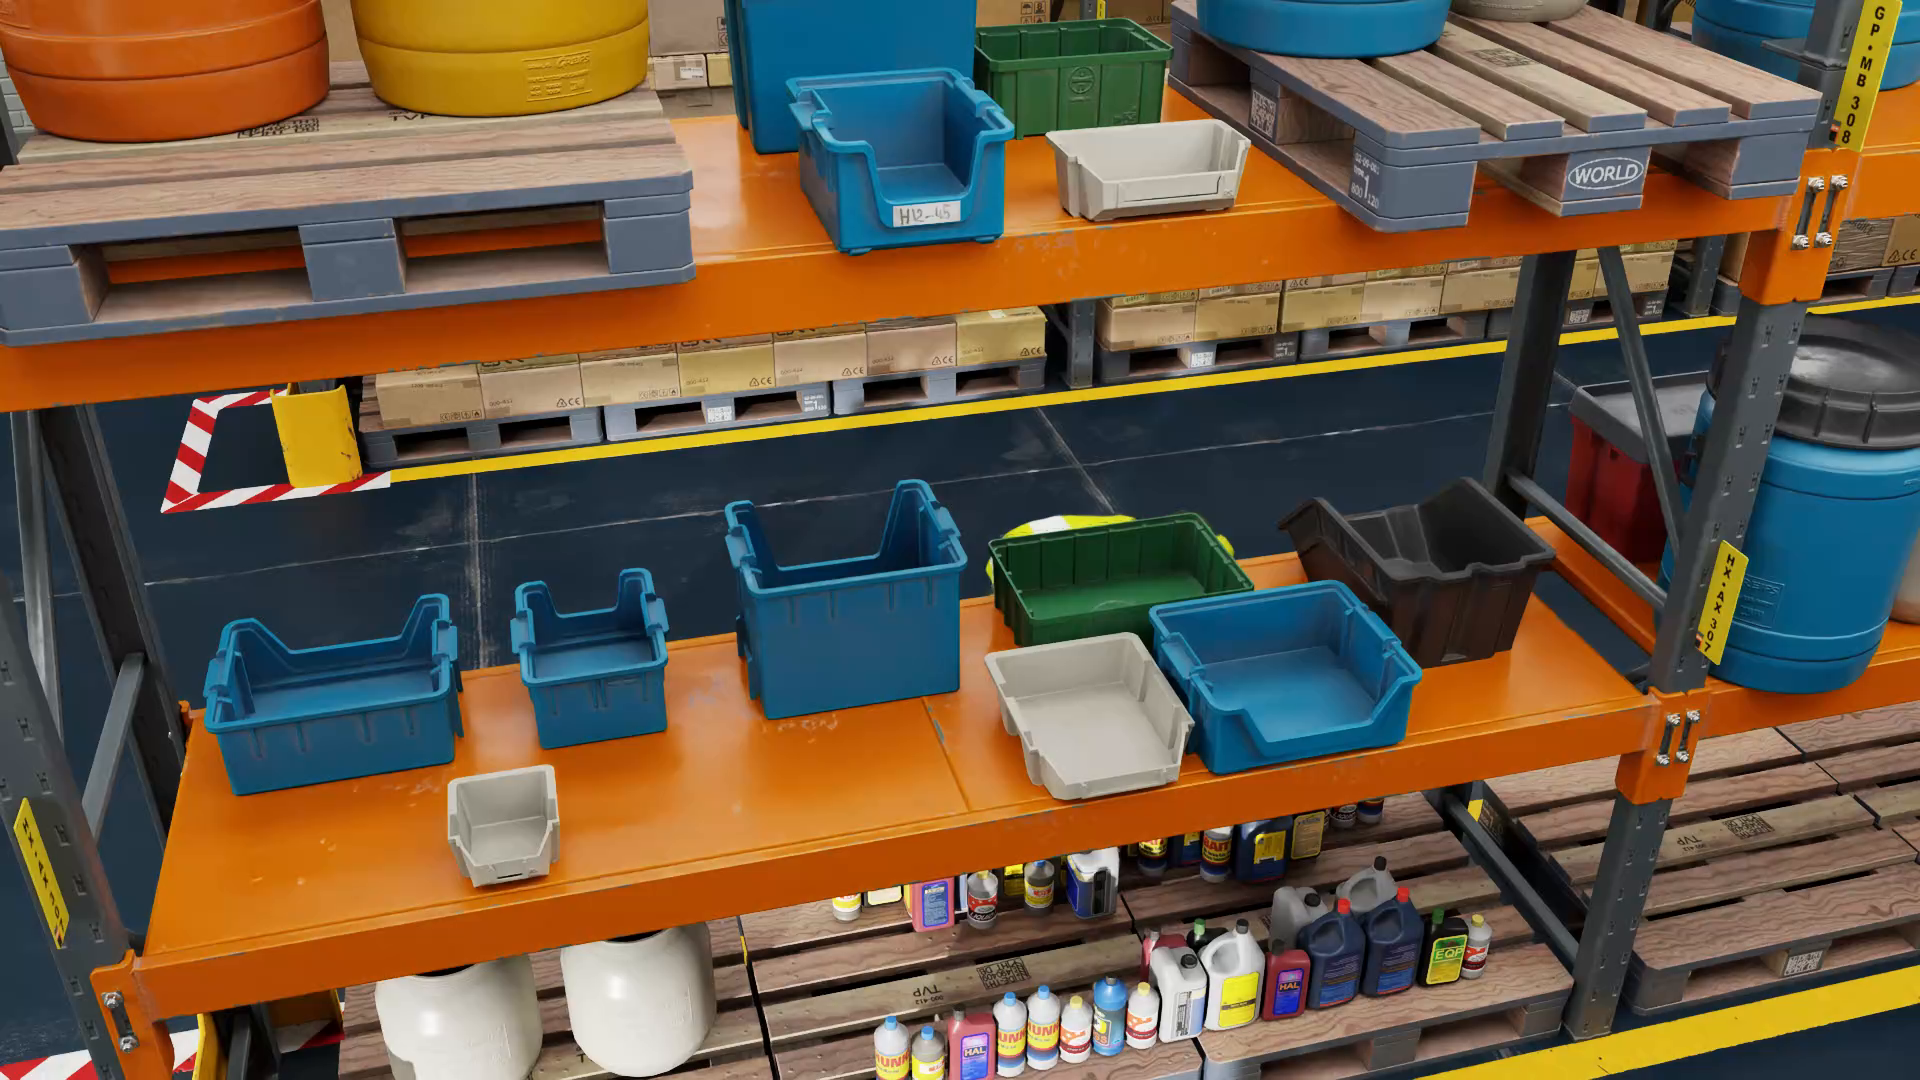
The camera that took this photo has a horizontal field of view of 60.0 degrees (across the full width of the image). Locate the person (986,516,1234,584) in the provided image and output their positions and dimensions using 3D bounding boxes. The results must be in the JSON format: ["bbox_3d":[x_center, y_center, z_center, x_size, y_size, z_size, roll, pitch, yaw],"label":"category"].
[{"bbox_3d":[0.588,0.308,6.412,0.975,0.925,0.501,-9,31,-15],"label":"person"}]
